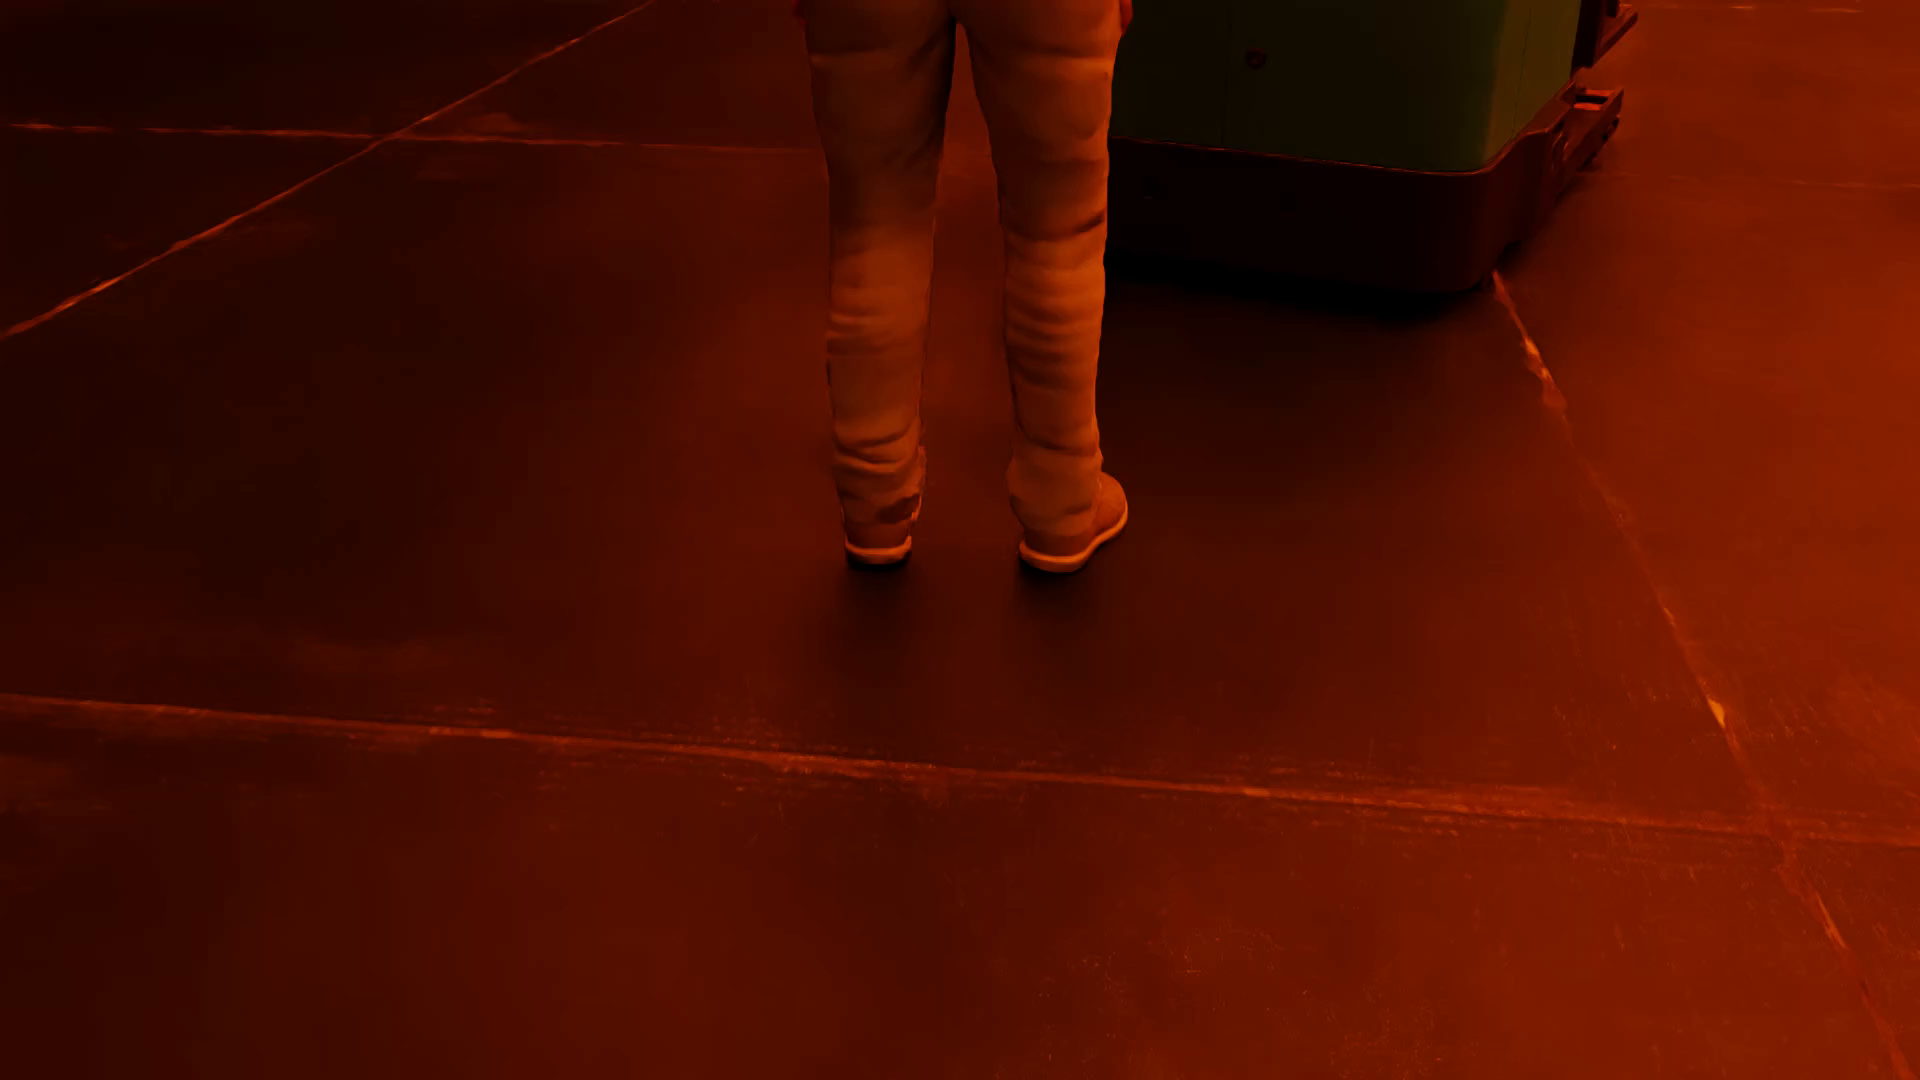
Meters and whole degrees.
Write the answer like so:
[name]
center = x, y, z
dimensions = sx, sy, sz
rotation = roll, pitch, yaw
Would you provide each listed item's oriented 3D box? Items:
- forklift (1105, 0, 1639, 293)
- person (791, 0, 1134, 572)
[forklift]
center = 1.235, -2.432, 4.093
dimensions = 1.130, 2.935, 3.031
rotation = 13, 29, 24
[person]
center = 0.009, -0.750, 2.144
dimensions = 0.482, 1.669, 0.390
rotation = 3, 27, 7
